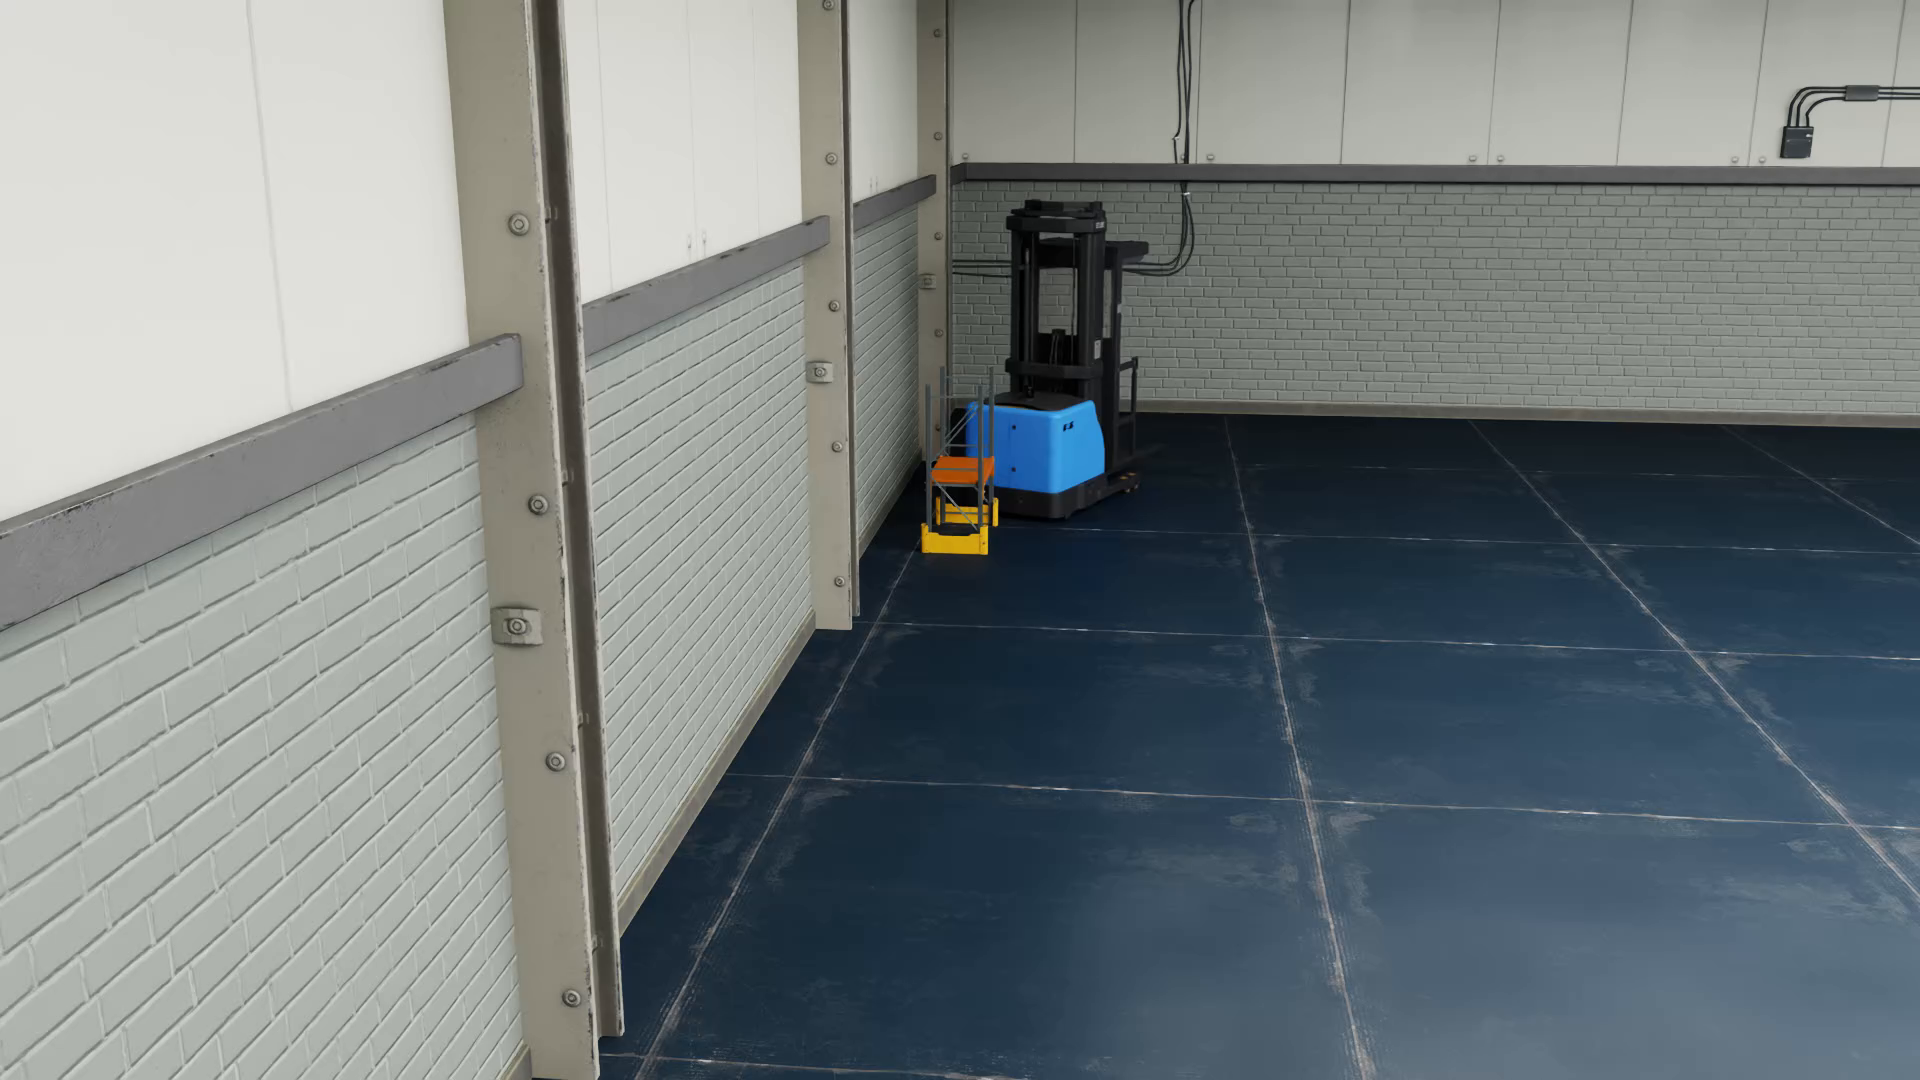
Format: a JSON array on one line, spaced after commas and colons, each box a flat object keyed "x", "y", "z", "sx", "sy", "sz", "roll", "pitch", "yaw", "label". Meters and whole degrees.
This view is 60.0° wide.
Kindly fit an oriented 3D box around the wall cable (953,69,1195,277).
[{"x": 1.363, "y": -4.499, "z": 20.508, "sx": 3.097, "sy": 2.526, "sz": 0.112, "roll": 2, "pitch": 15, "yaw": 6, "label": "wall cable"}]

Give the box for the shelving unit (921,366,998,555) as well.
[{"x": 0.009, "y": -0.744, "z": 15.039, "sx": 0.587, "sy": 1.500, "sz": 1.083, "roll": 2, "pitch": 15, "yaw": 6, "label": "shelving unit"}]

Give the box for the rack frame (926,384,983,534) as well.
[{"x": -0.048, "y": -0.614, "z": 14.561, "sx": 0.500, "sy": 1.500, "sz": 0.032, "roll": 2, "pitch": 15, "yaw": 6, "label": "rack frame"}]

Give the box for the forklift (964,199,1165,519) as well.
[{"x": 1.203, "y": -1.948, "z": 16.752, "sx": 1.130, "sy": 2.935, "sz": 3.031, "roll": 8, "pitch": 17, "yaw": 28, "label": "forklift"}]

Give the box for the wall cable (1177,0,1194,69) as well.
[{"x": 4.051, "y": -6.857, "z": 19.554, "sx": 3.097, "sy": 2.526, "sz": 0.112, "roll": 2, "pitch": 15, "yaw": 6, "label": "wall cable"}]

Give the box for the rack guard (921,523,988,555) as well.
[{"x": -0.048, "y": -0.011, "z": 14.725, "sx": 0.587, "sy": 0.250, "sz": 0.087, "roll": 2, "pitch": 15, "yaw": 6, "label": "rack guard"}]

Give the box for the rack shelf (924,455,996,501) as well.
[{"x": 0.010, "y": -0.572, "z": 15.095, "sx": 0.538, "sy": 0.185, "sz": 1.000, "roll": 2, "pitch": 15, "yaw": 6, "label": "rack shelf"}]

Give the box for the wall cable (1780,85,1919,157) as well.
[{"x": 10.794, "y": -7.356, "z": 18.610, "sx": 2.305, "sy": 6.003, "sz": 0.169, "roll": 2, "pitch": 15, "yaw": 6, "label": "wall cable"}]

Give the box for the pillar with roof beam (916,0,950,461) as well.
[{"x": 3.994, "y": -5.146, "z": 16.952, "sx": 9.100, "sy": 9.000, "sz": 0.400, "roll": 2, "pitch": 15, "yaw": 6, "label": "pillar with roof beam"}]

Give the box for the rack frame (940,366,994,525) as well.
[{"x": 0.067, "y": -0.878, "z": 15.536, "sx": 0.500, "sy": 1.500, "sz": 0.032, "roll": 2, "pitch": 15, "yaw": 6, "label": "rack frame"}]

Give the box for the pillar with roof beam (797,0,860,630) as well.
[{"x": 3.317, "y": -3.590, "z": 11.197, "sx": 9.100, "sy": 9.000, "sz": 0.400, "roll": 2, "pitch": 15, "yaw": 6, "label": "pillar with roof beam"}]

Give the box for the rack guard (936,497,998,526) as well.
[{"x": 0.065, "y": -0.270, "z": 15.680, "sx": 0.587, "sy": 0.250, "sz": 0.087, "roll": 2, "pitch": 15, "yaw": 6, "label": "rack guard"}]

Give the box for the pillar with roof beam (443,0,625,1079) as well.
[{"x": 2.640, "y": -2.033, "z": 5.442, "sx": 9.100, "sy": 9.000, "sz": 0.400, "roll": 2, "pitch": 15, "yaw": 6, "label": "pillar with roof beam"}]
